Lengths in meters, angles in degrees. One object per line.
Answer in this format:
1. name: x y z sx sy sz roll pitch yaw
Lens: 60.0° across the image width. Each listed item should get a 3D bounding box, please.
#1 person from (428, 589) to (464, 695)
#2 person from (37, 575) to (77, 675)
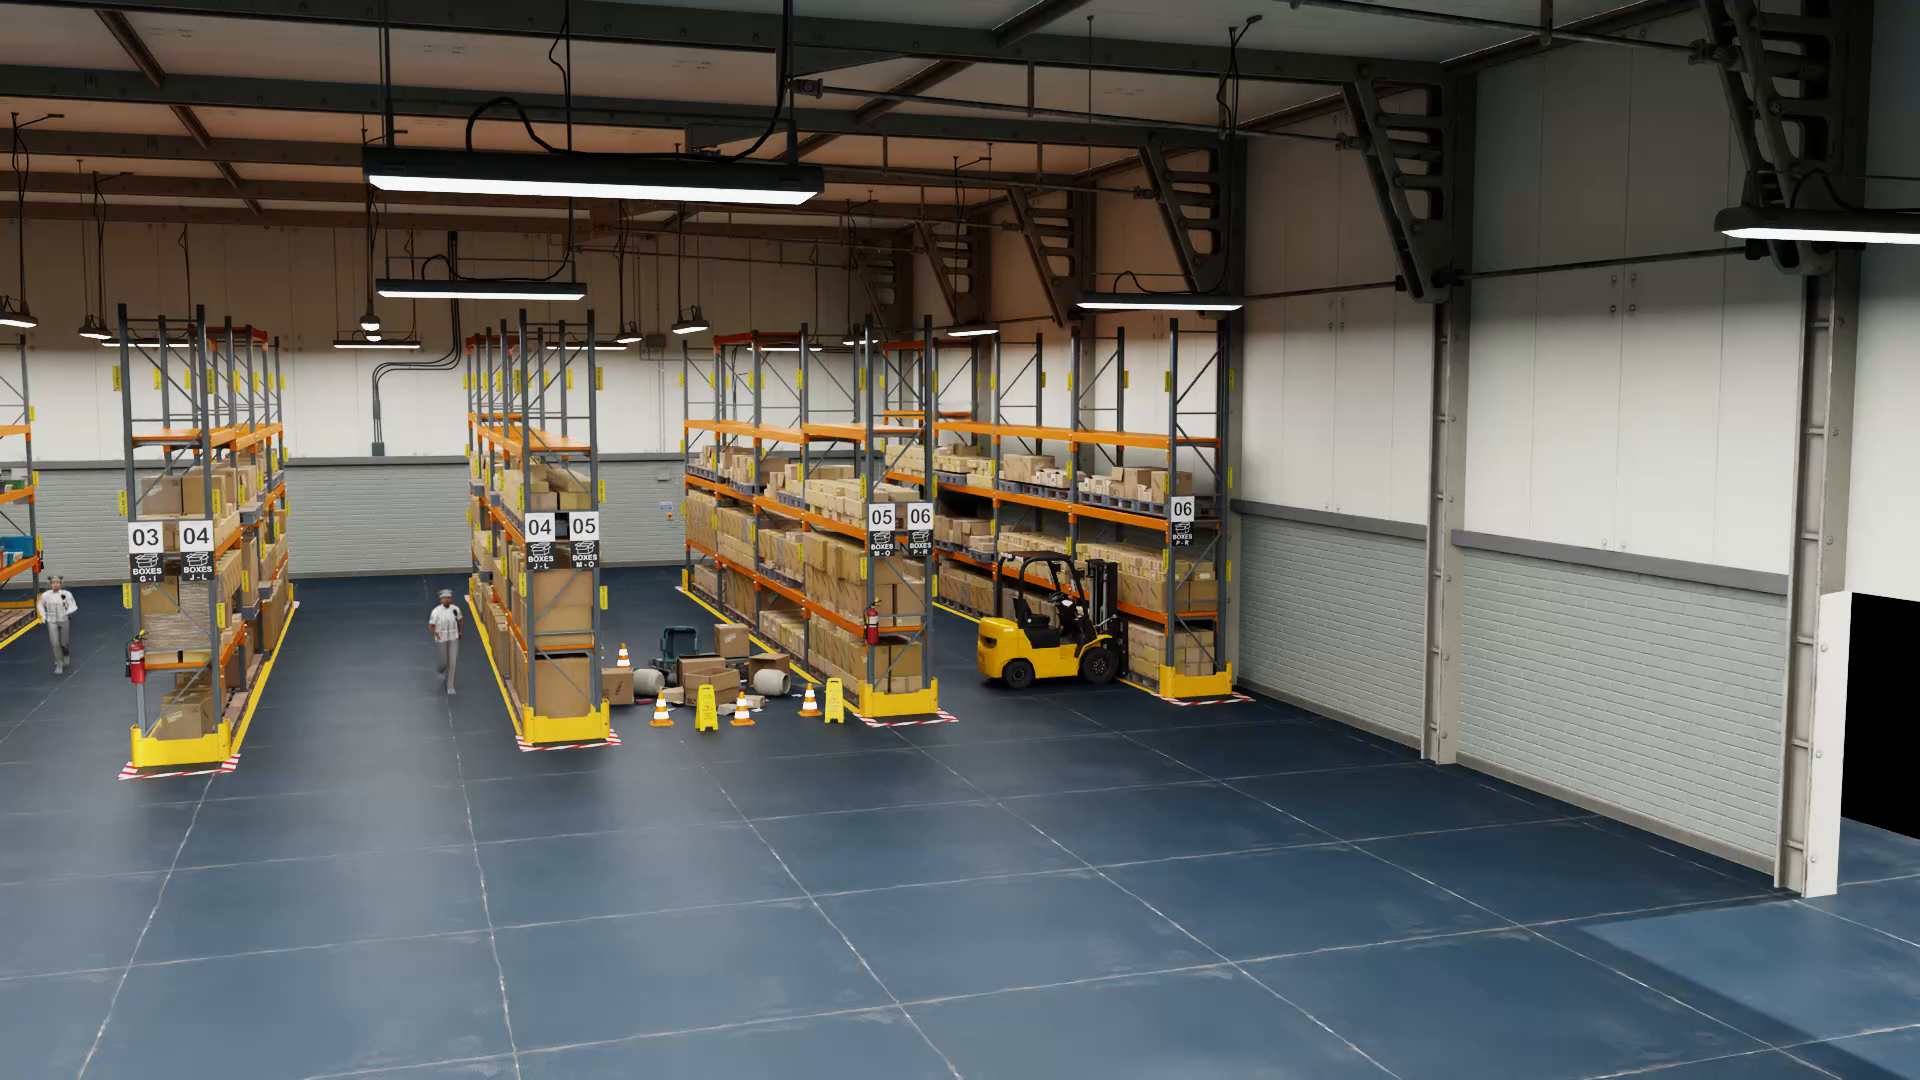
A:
1. person: -8.311 1.629 26.961 0.578 1.691 0.791 -3 6 -26
2. person: -15.638 1.434 28.821 0.620 1.700 0.774 -3 6 -25
